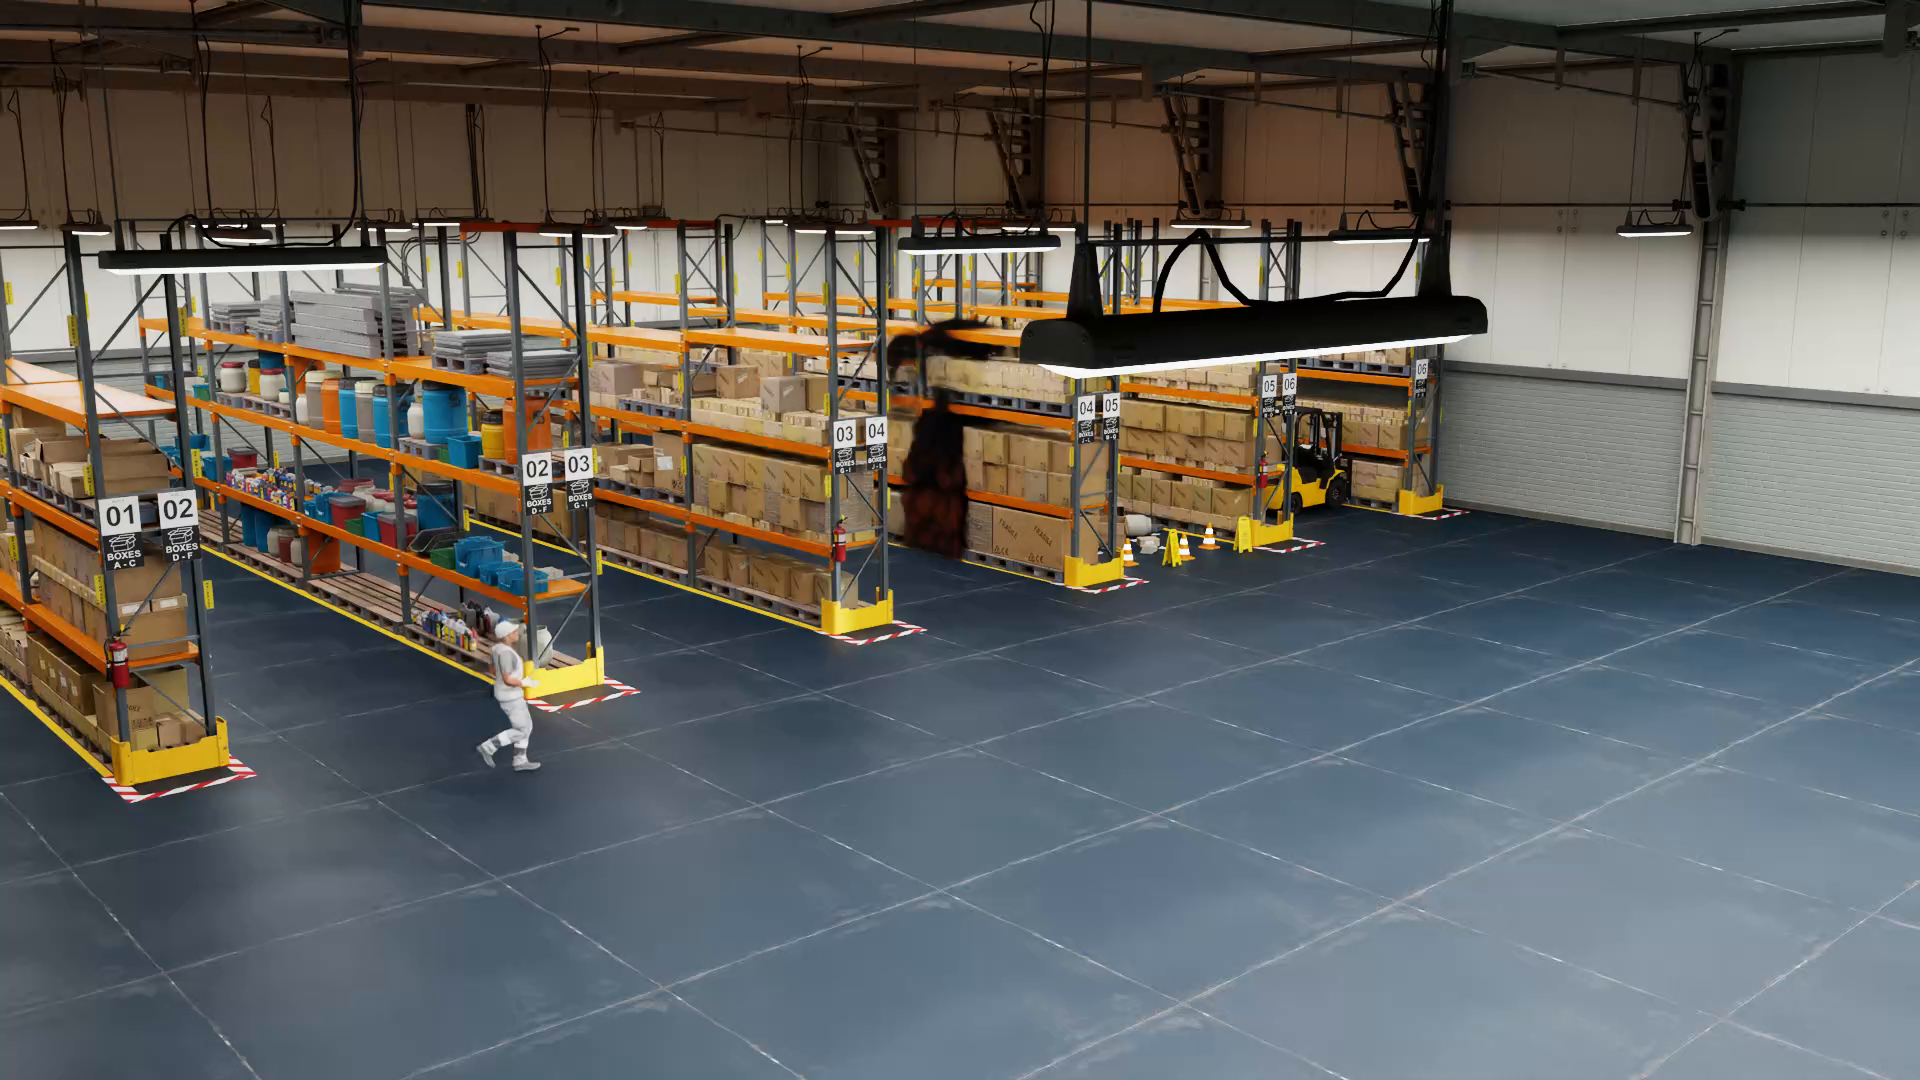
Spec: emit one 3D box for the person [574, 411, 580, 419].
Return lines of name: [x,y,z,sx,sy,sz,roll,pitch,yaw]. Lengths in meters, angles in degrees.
person: [-8.723,-2.146,37.955,0.651,1.783,0.810,-9,14,-37]

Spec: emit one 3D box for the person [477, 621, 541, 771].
person: [-5.105,1.767,18.697,0.714,1.749,0.653,-5,12,-22]

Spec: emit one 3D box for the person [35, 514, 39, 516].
person: [-16.610,-0.512,30.175,0.727,1.695,0.585,10,15,39]
